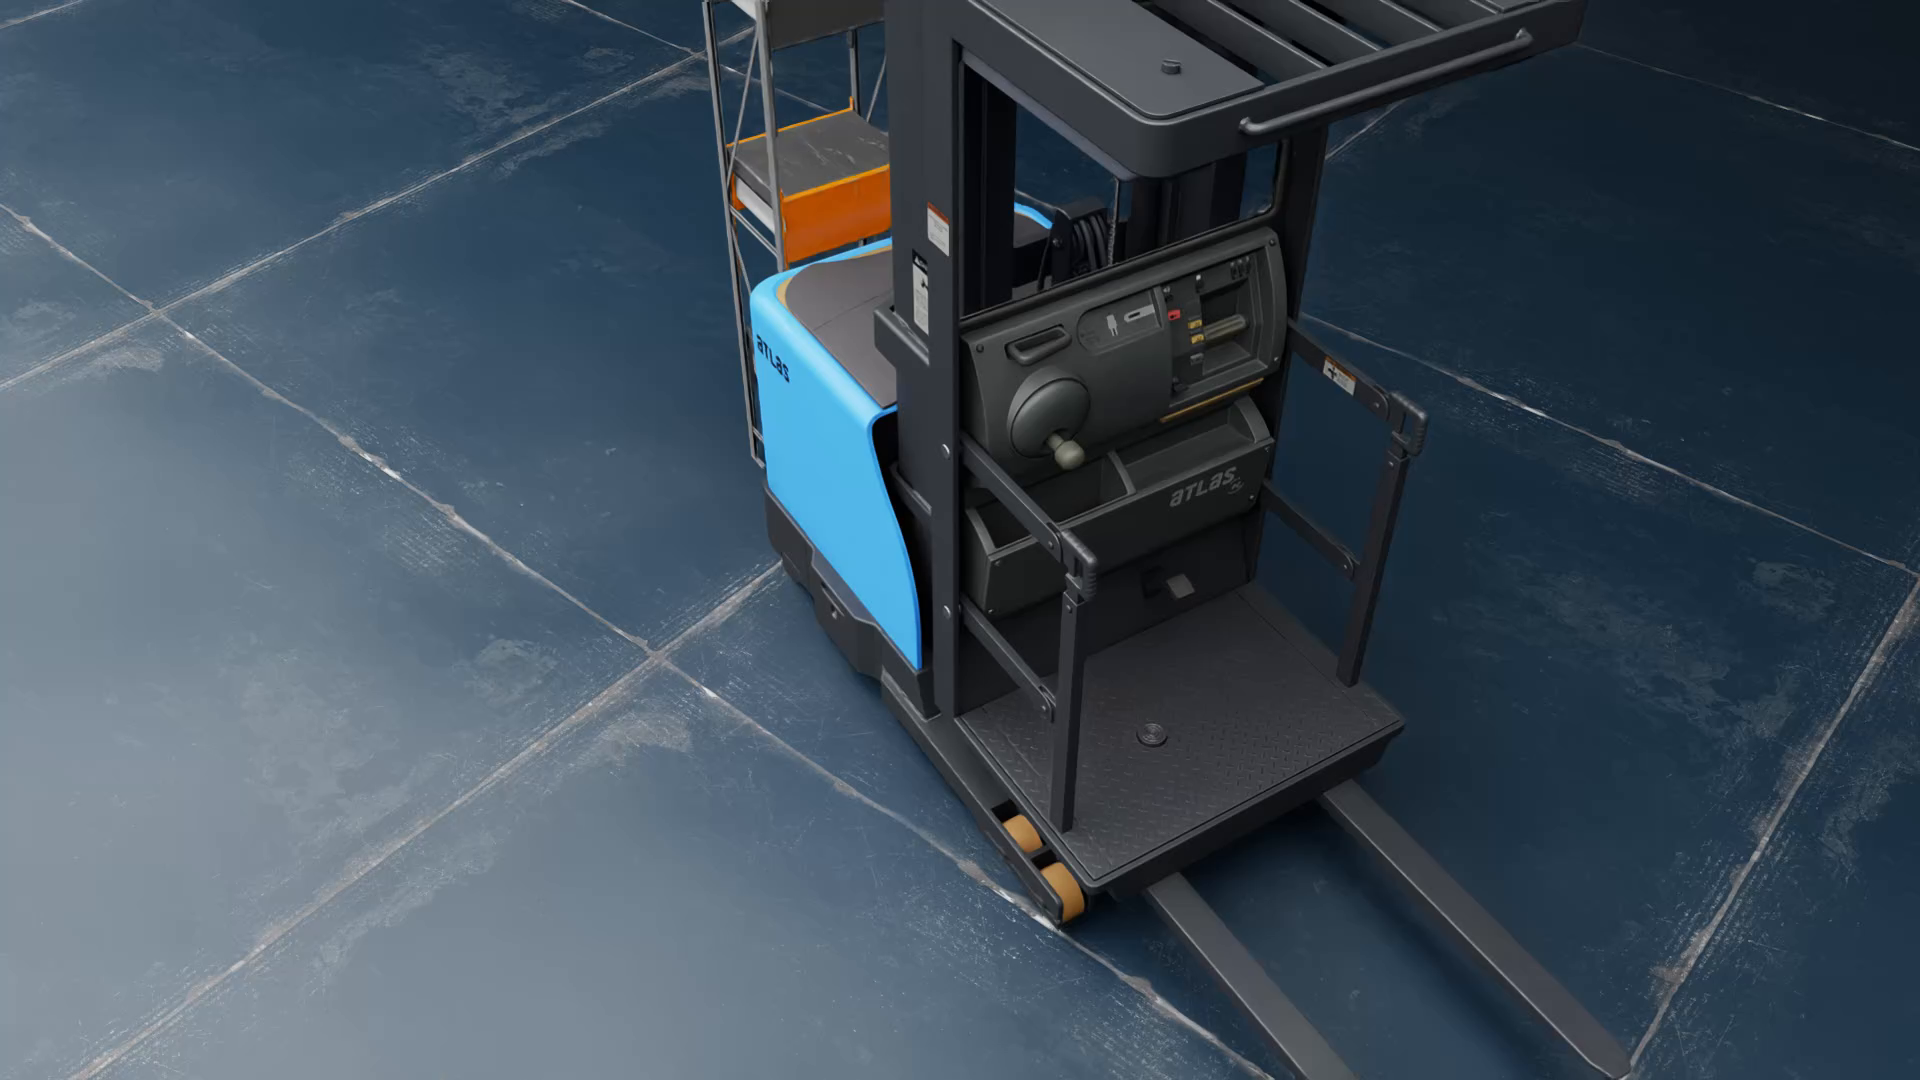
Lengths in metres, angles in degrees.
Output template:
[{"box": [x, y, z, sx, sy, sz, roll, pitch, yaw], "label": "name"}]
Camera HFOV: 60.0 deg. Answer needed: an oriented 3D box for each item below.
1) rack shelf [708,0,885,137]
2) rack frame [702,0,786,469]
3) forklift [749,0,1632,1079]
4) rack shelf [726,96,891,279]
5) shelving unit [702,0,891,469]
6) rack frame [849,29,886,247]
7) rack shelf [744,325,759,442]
[{"box": [-0.445, -1.568, 4.893, 0.480, 0.518, 0.431, -23, 47, -23], "label": "rack shelf"}, {"box": [-0.651, -0.972, 5.258, 0.015, 2.100, 0.400, -23, 47, -23], "label": "rack frame"}, {"box": [0.548, -0.393, 4.003, 1.130, 2.935, 3.031, -22, 47, -23], "label": "forklift"}, {"box": [-0.445, -1.050, 5.364, 0.480, 0.518, 0.431, -23, 47, -23], "label": "rack shelf"}, {"box": [-0.445, -1.060, 5.355, 0.503, 2.100, 0.431, -23, 47, -23], "label": "shelving unit"}, {"box": [-0.239, -1.148, 5.452, 0.015, 2.100, 0.400, -23, 47, -23], "label": "rack frame"}, {"box": [-0.445, -0.532, 5.835, 0.480, 0.518, 0.431, -23, 47, -23], "label": "rack shelf"}]
